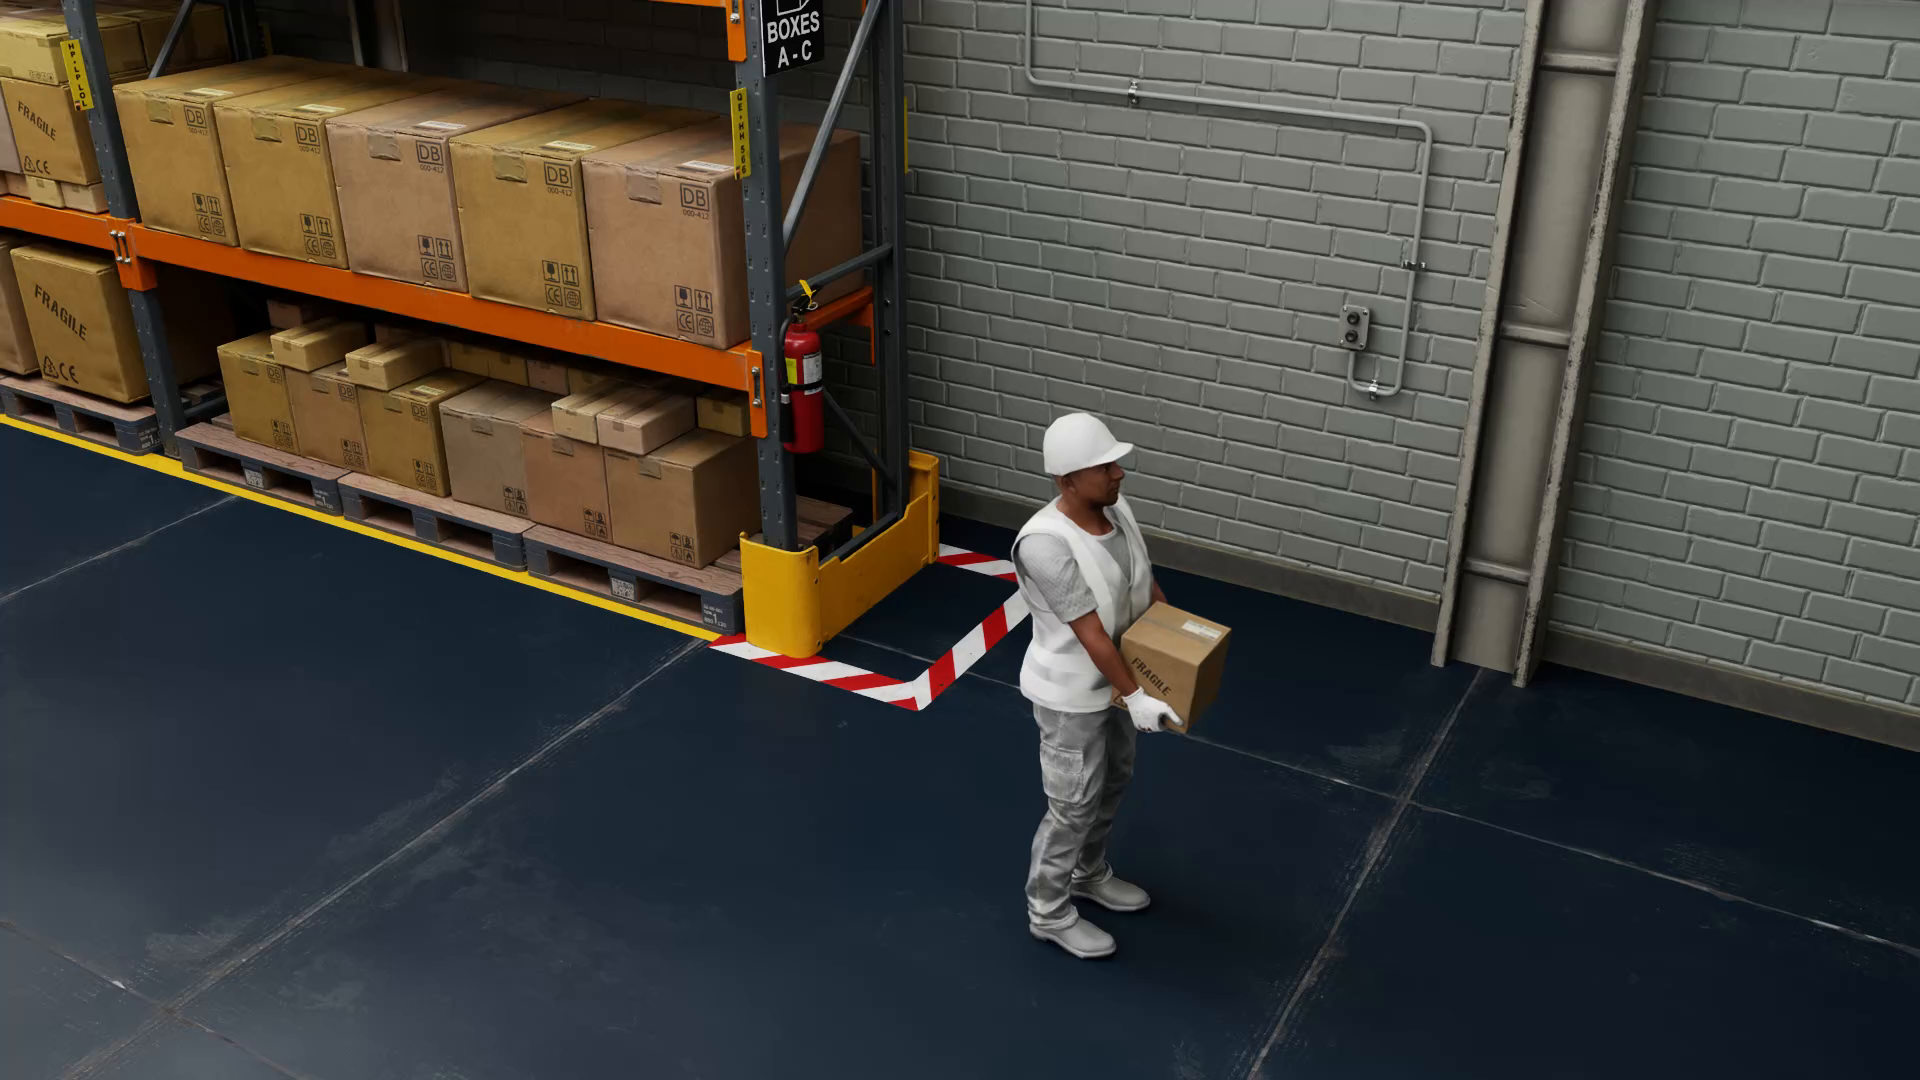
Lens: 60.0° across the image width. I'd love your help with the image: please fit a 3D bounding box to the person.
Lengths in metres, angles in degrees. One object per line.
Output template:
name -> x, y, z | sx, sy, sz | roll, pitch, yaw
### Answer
person -> 0.480, 0.473, 5.140 | 0.574, 1.778, 0.487 | 15, 30, 27
